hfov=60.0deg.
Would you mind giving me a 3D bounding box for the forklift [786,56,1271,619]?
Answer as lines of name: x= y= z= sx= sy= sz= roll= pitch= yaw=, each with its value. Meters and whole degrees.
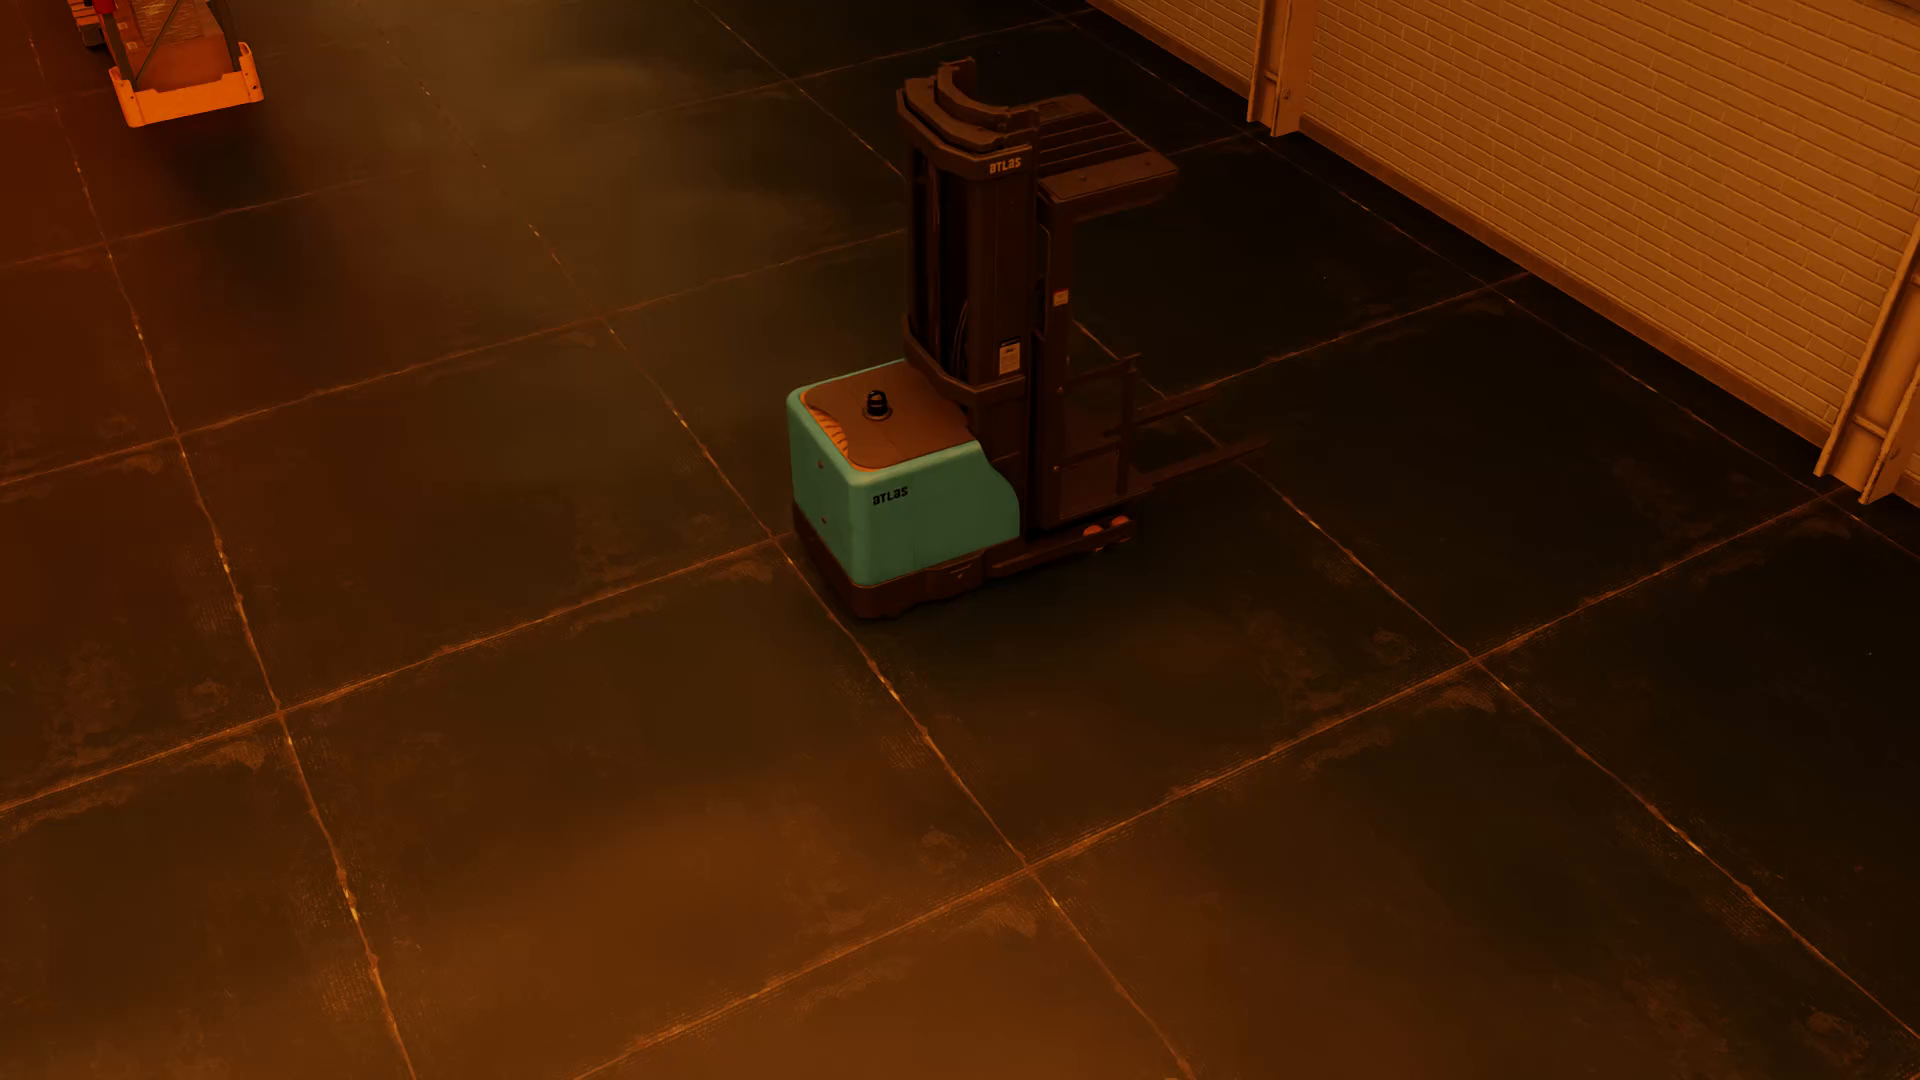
forklift: x=0.517 y=-1.335 z=9.646 sx=3.031 sy=2.935 sz=1.130 roll=-18 pitch=43 yaw=-21
